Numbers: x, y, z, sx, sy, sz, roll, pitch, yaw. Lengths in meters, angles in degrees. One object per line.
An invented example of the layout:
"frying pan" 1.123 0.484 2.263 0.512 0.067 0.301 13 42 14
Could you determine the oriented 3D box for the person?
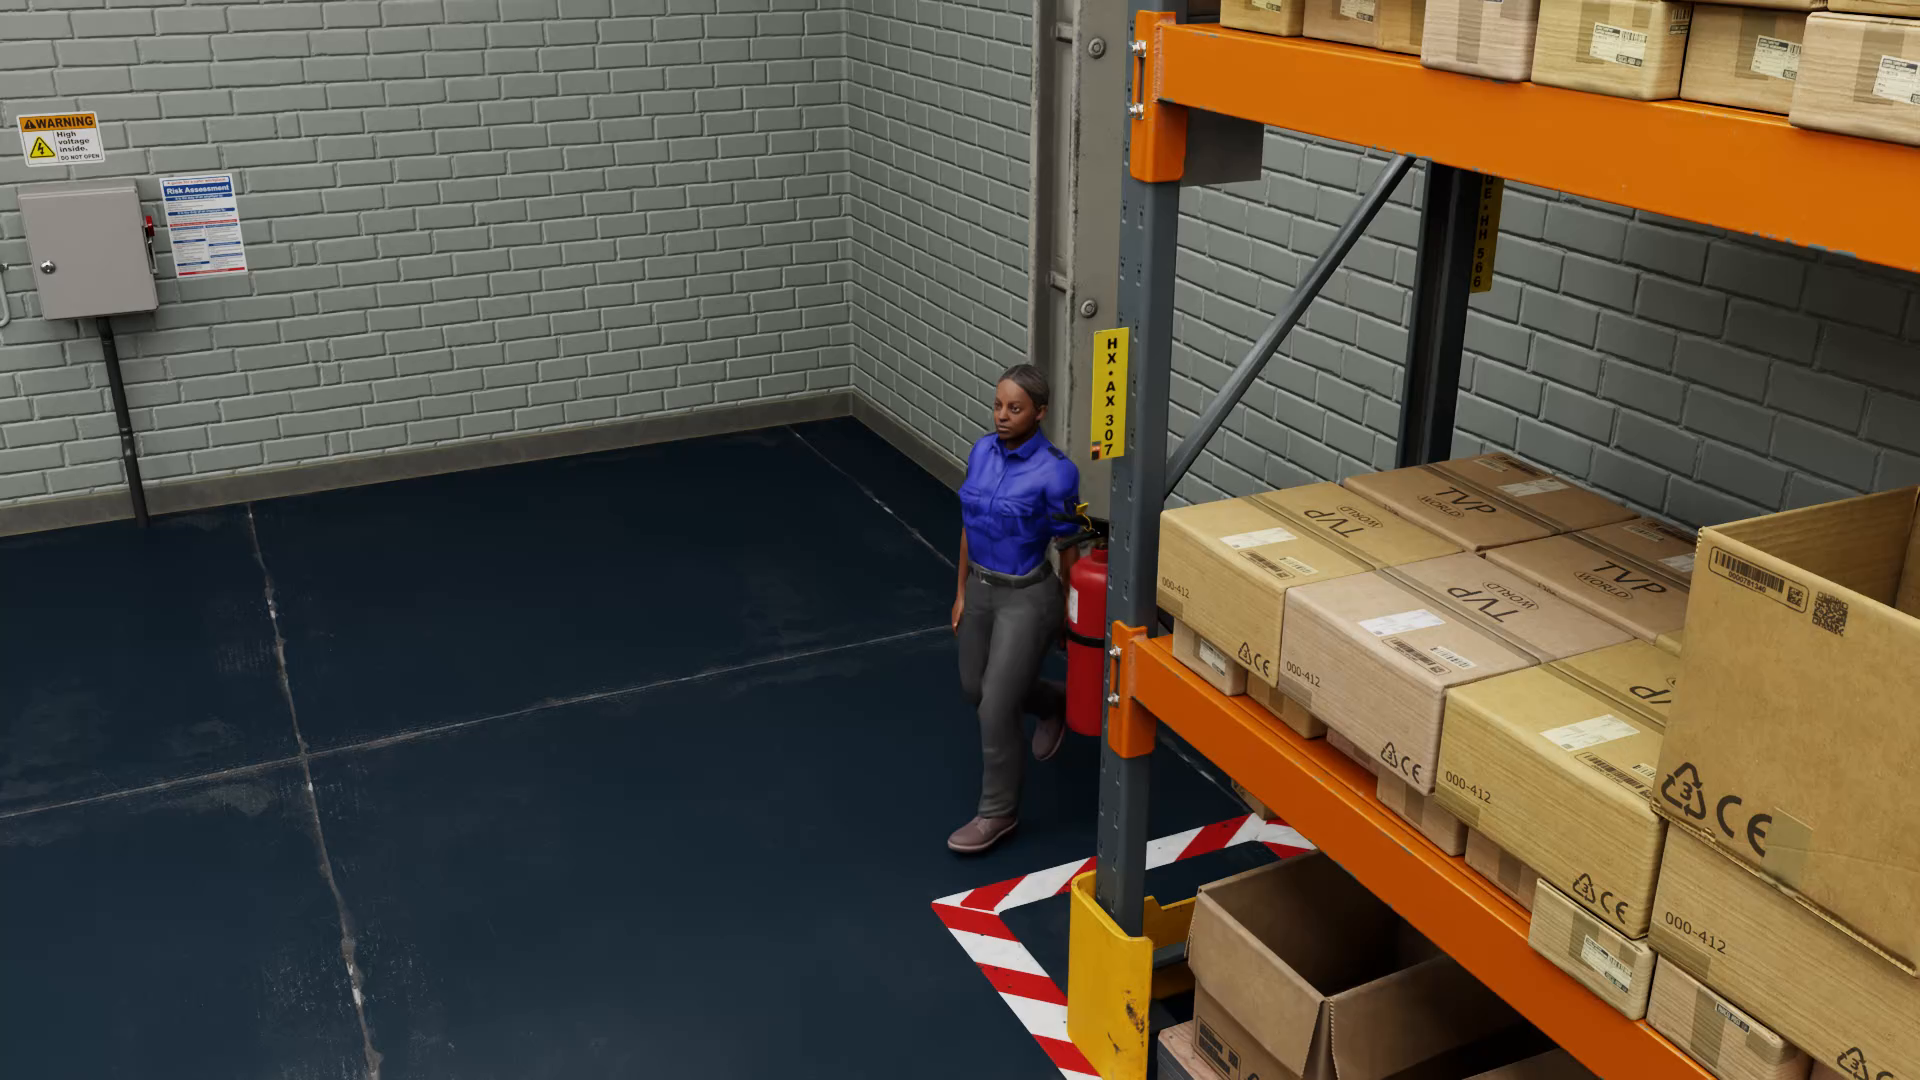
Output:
"person" 0.213 0.190 5.608 0.785 1.626 0.431 -20 30 -40
